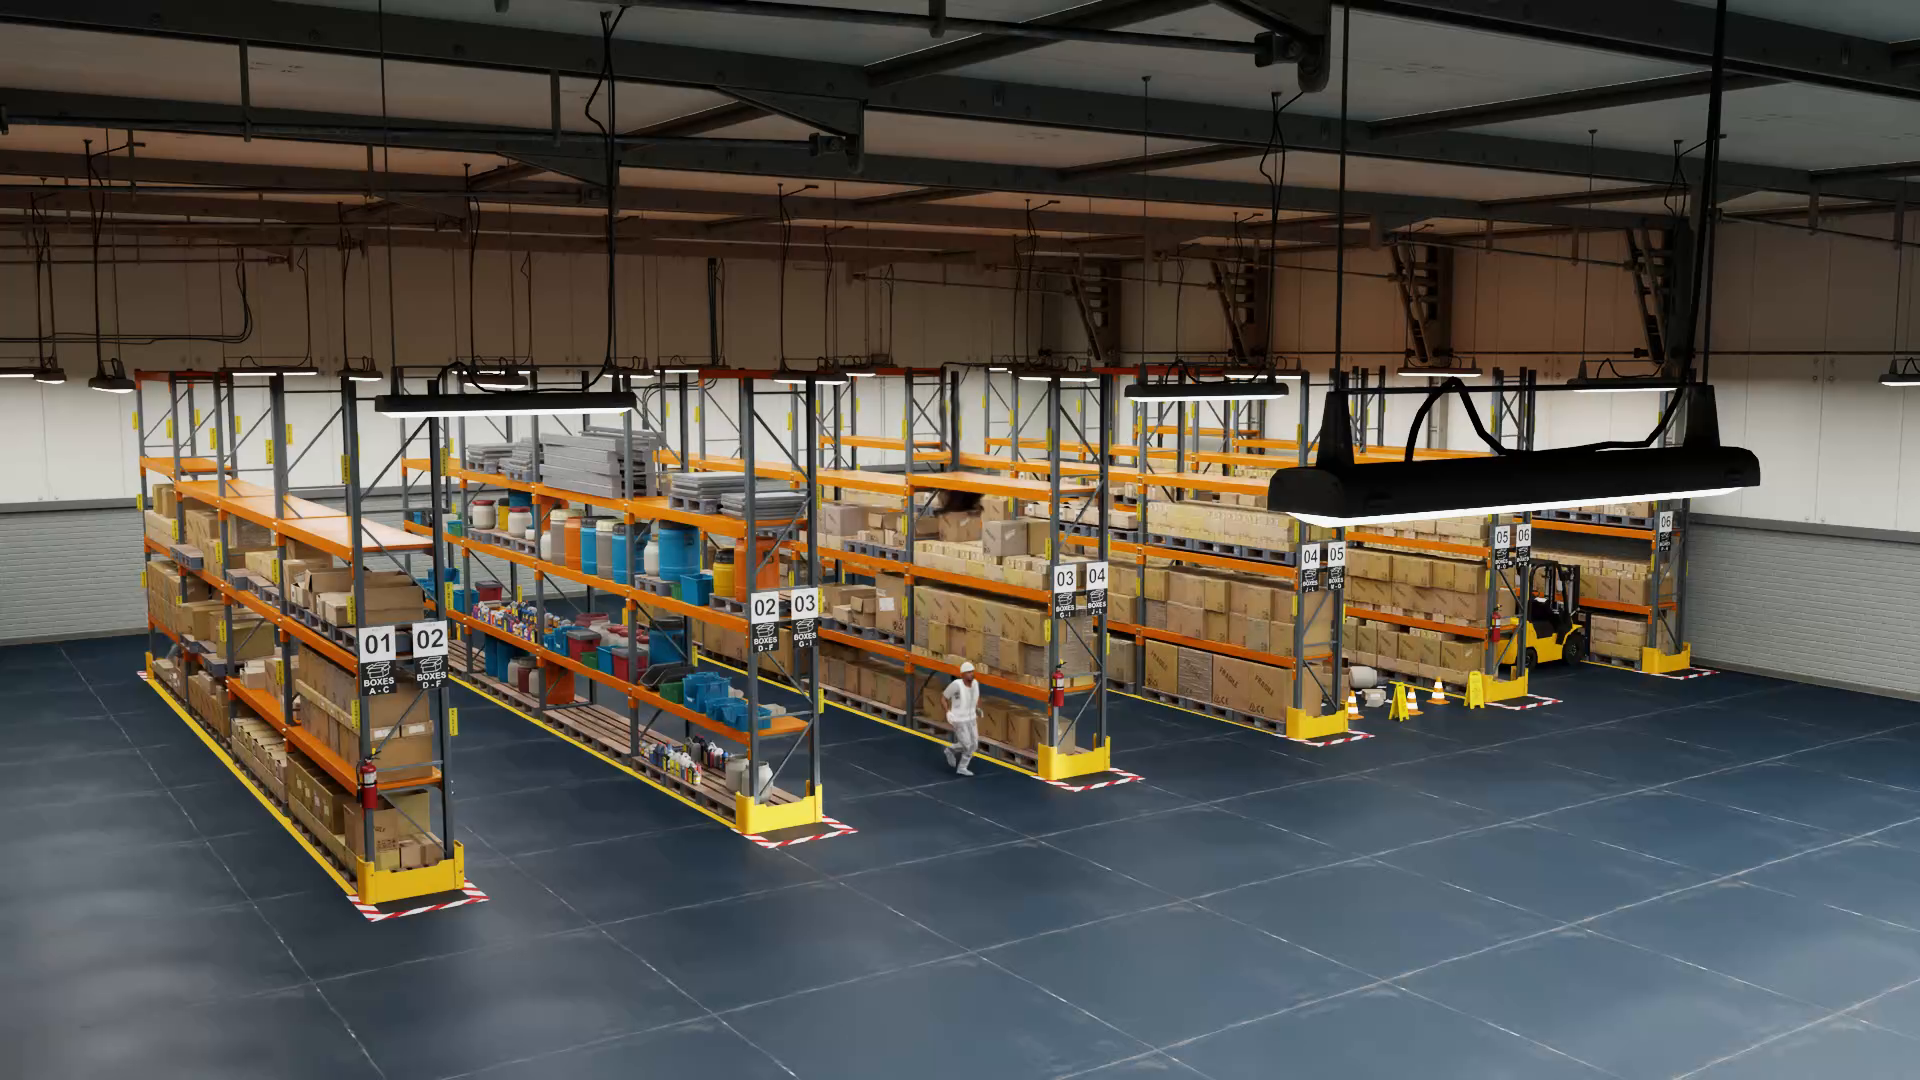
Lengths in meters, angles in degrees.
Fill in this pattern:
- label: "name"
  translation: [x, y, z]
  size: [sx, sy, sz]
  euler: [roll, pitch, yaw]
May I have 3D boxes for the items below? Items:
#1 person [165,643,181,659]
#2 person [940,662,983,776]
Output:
- label: "person"
  translation: [-15.729, 1.772, 33.580]
  size: [0.659, 1.588, 0.515]
  euler: [-2, 7, -18]
- label: "person"
  translation: [0.042, 2.675, 24.951]
  size: [0.710, 1.716, 0.637]
  euler: [-6, 9, -43]
